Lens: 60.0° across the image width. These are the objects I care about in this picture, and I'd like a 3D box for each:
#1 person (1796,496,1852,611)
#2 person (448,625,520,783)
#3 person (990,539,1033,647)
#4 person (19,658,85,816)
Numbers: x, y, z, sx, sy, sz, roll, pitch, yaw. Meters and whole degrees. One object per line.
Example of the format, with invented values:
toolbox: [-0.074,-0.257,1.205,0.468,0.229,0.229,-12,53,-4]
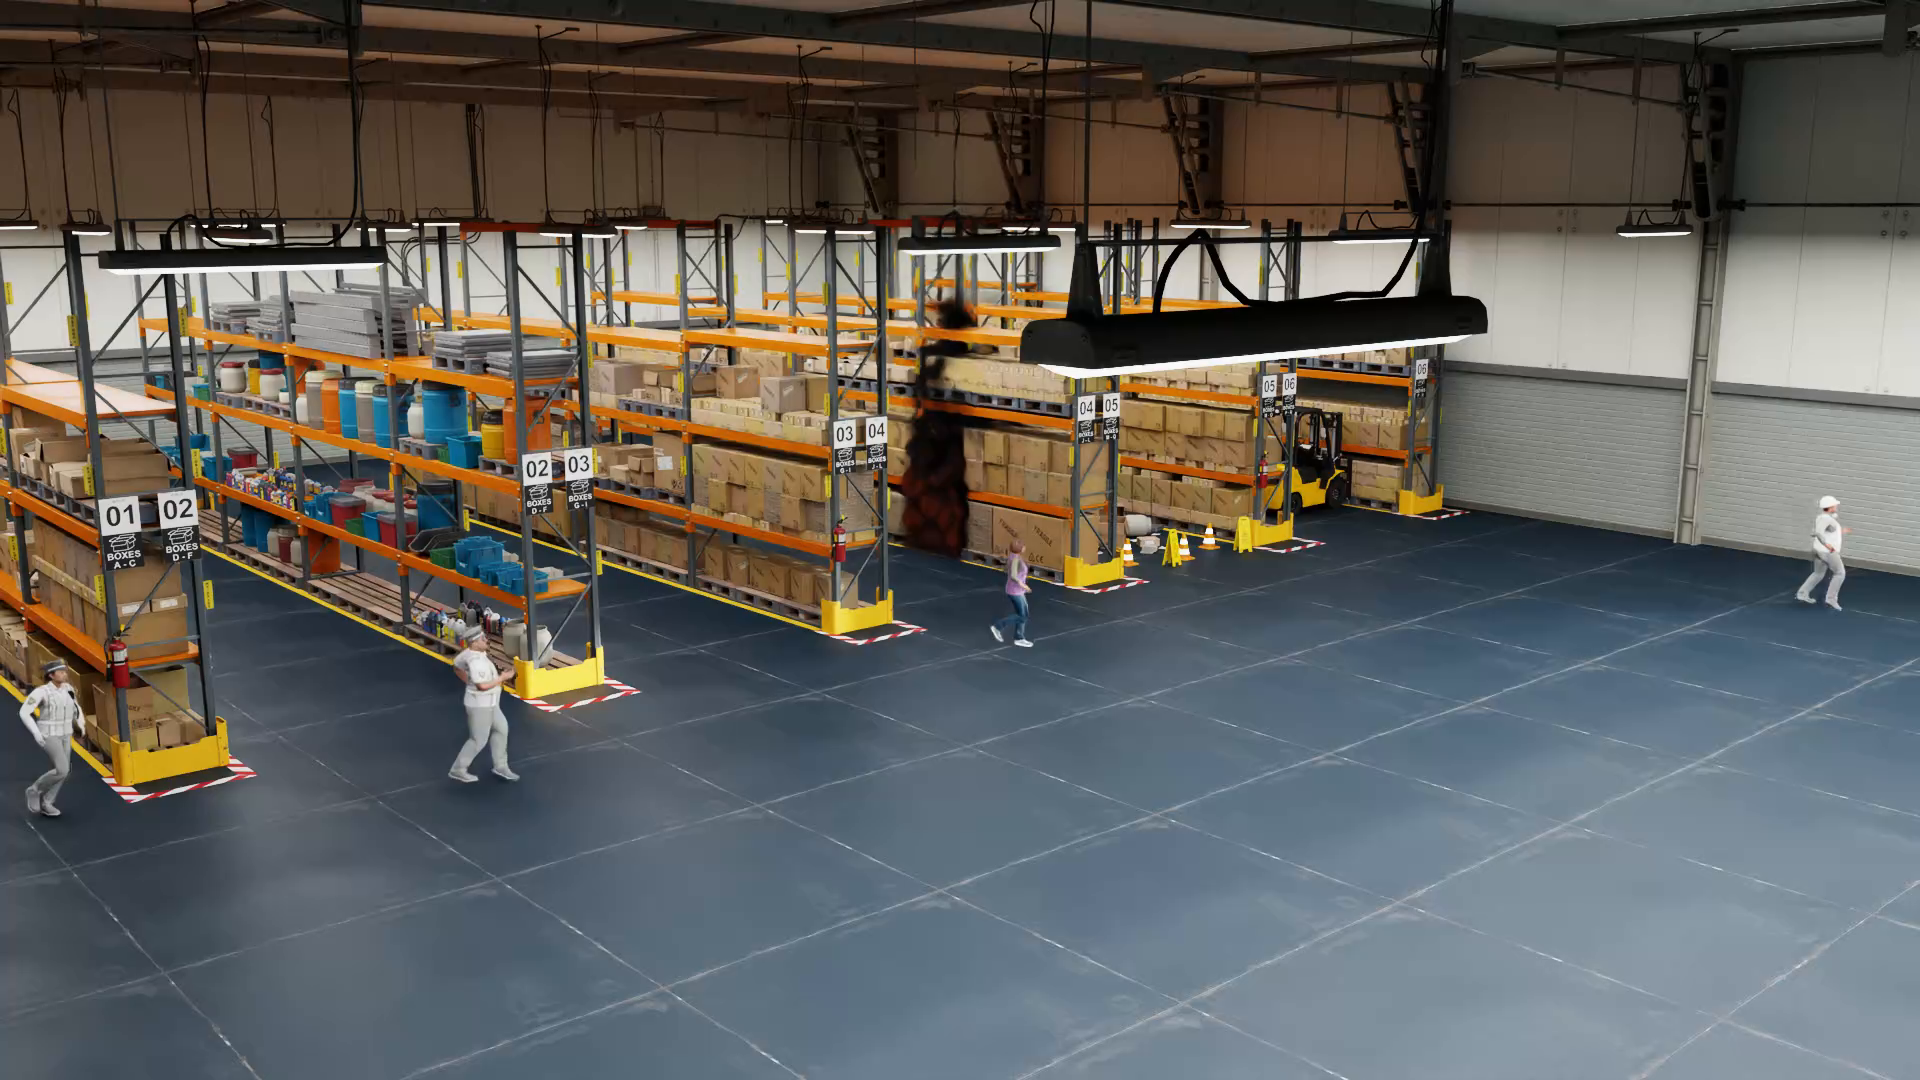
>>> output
person: [13.737,0.209,26.367,0.731,1.831,0.639,2,12,10]
person: [-5.271,1.834,18.291,0.763,1.841,0.645,-3,12,-15]
person: [0.742,0.761,23.913,0.622,1.585,0.565,-1,11,-4]
person: [-9.499,2.060,17.525,0.517,1.629,0.663,3,12,16]
